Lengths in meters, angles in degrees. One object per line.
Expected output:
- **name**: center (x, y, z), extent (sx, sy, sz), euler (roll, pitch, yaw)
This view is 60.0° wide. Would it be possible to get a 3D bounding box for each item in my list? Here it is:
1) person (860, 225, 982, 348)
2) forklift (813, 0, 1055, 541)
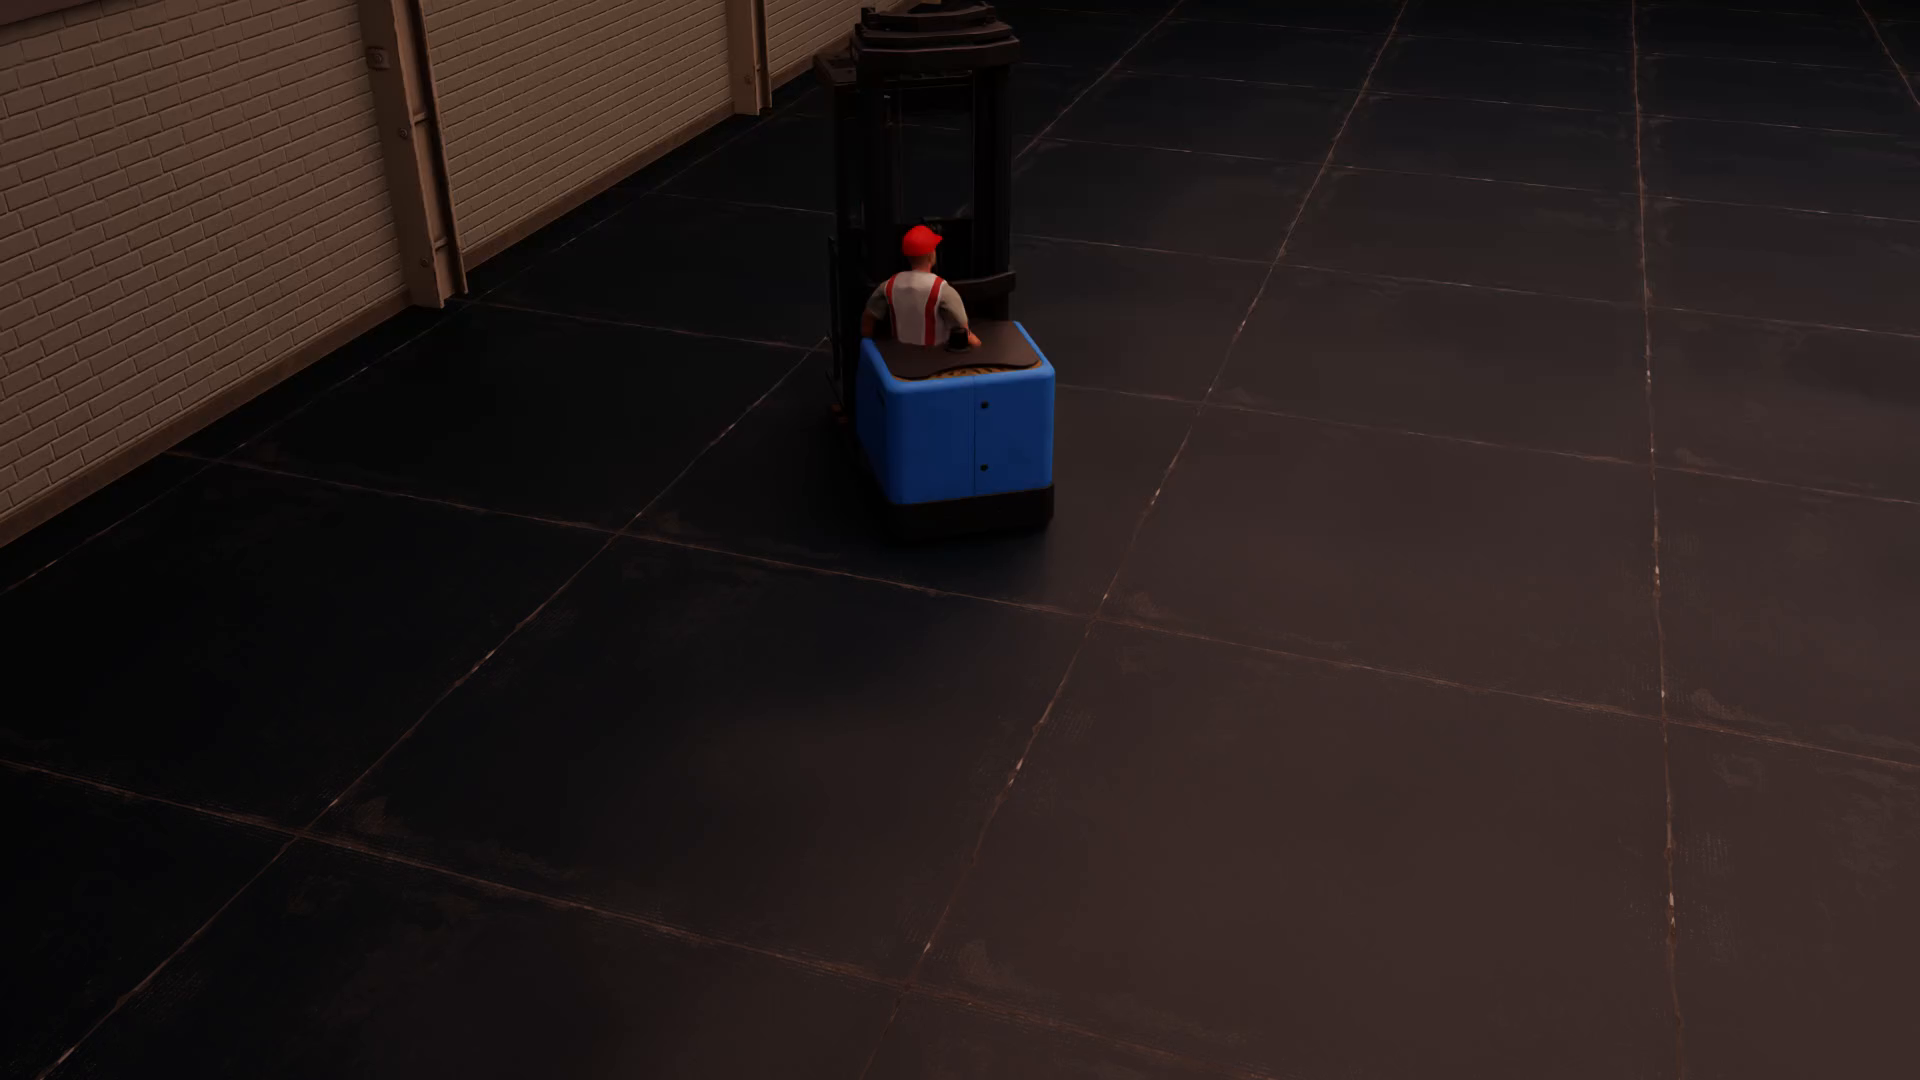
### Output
- **person**: center (-0.130, -1.189, 10.275), extent (0.849, 1.657, 0.708), euler (16, 33, 26)
- **forklift**: center (-0.288, -1.986, 10.620), extent (1.130, 2.935, 3.031), euler (-7, 30, -12)
